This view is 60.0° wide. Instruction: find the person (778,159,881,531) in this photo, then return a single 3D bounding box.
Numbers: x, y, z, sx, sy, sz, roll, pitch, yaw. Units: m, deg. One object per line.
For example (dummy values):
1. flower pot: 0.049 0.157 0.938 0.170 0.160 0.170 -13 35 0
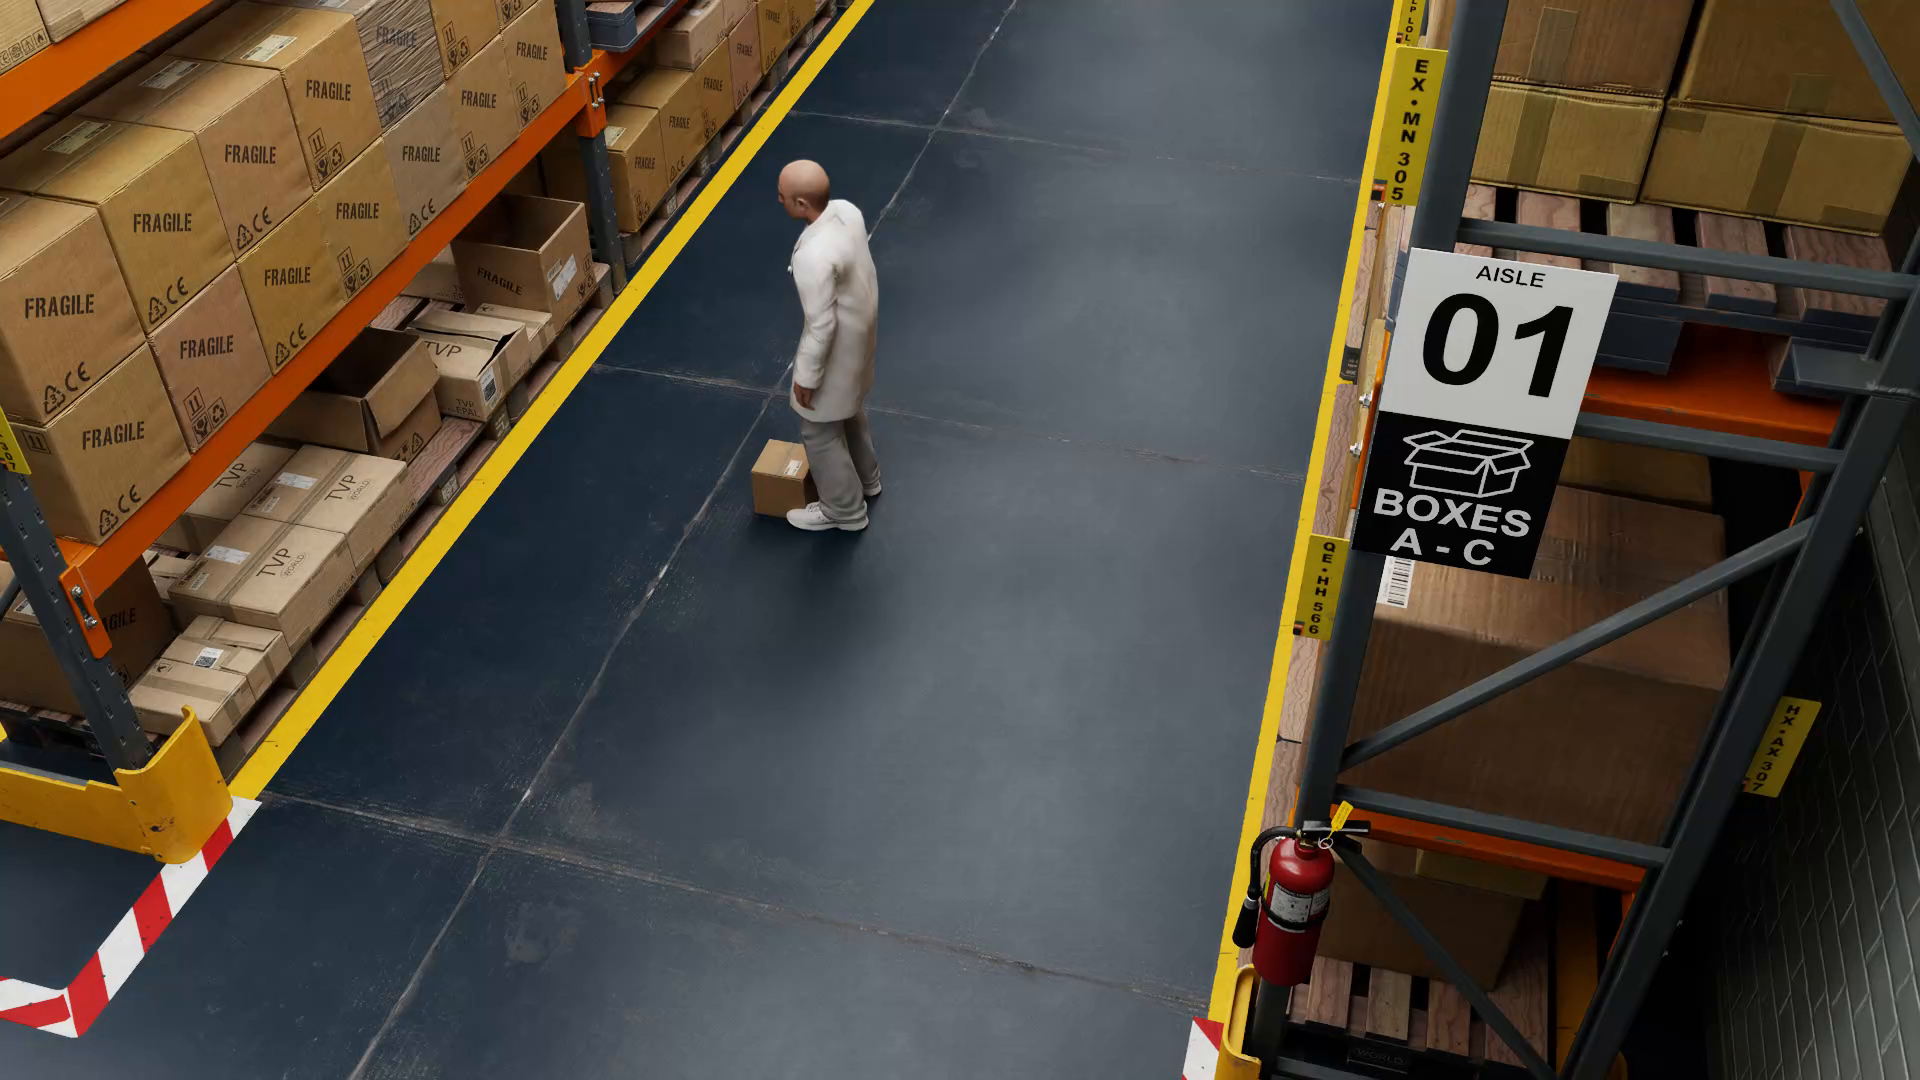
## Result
1. person: -0.557 -0.818 7.128 0.417 1.774 0.650 9 41 11
